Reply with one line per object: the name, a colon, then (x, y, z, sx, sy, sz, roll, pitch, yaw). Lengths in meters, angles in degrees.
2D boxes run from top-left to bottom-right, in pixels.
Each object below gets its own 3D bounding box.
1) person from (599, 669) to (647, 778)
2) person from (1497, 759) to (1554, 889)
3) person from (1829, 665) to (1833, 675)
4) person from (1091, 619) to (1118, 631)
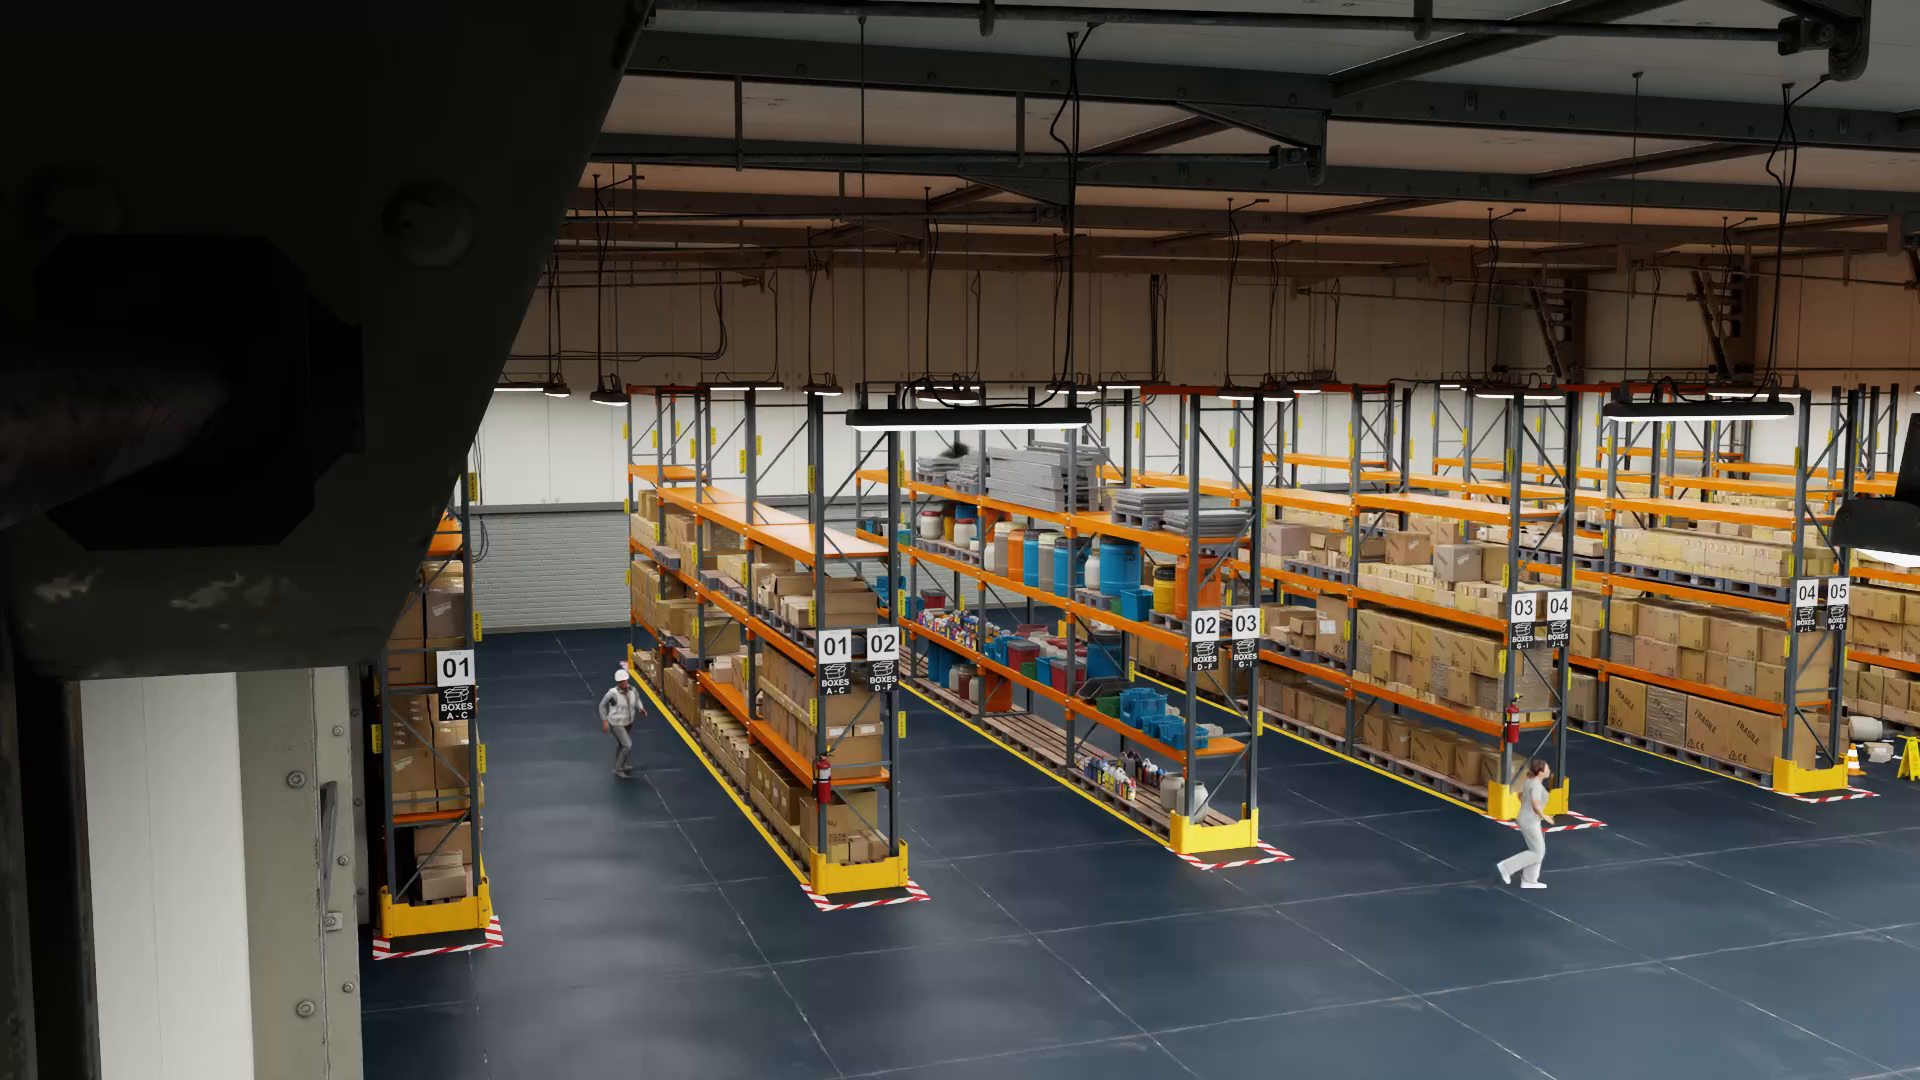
person: (-5.205, 2.848, 25.845, 0.805, 1.736, 0.656, 3, 7, 28)
person: (6.872, 3.463, 20.237, 0.656, 1.595, 0.564, 0, 6, 5)
person: (17.185, 2.004, 33.440, 0.700, 1.748, 0.931, -2, 6, -22)
person: (2.927, 2.031, 33.125, 0.669, 1.784, 0.789, -2, 6, -18)
